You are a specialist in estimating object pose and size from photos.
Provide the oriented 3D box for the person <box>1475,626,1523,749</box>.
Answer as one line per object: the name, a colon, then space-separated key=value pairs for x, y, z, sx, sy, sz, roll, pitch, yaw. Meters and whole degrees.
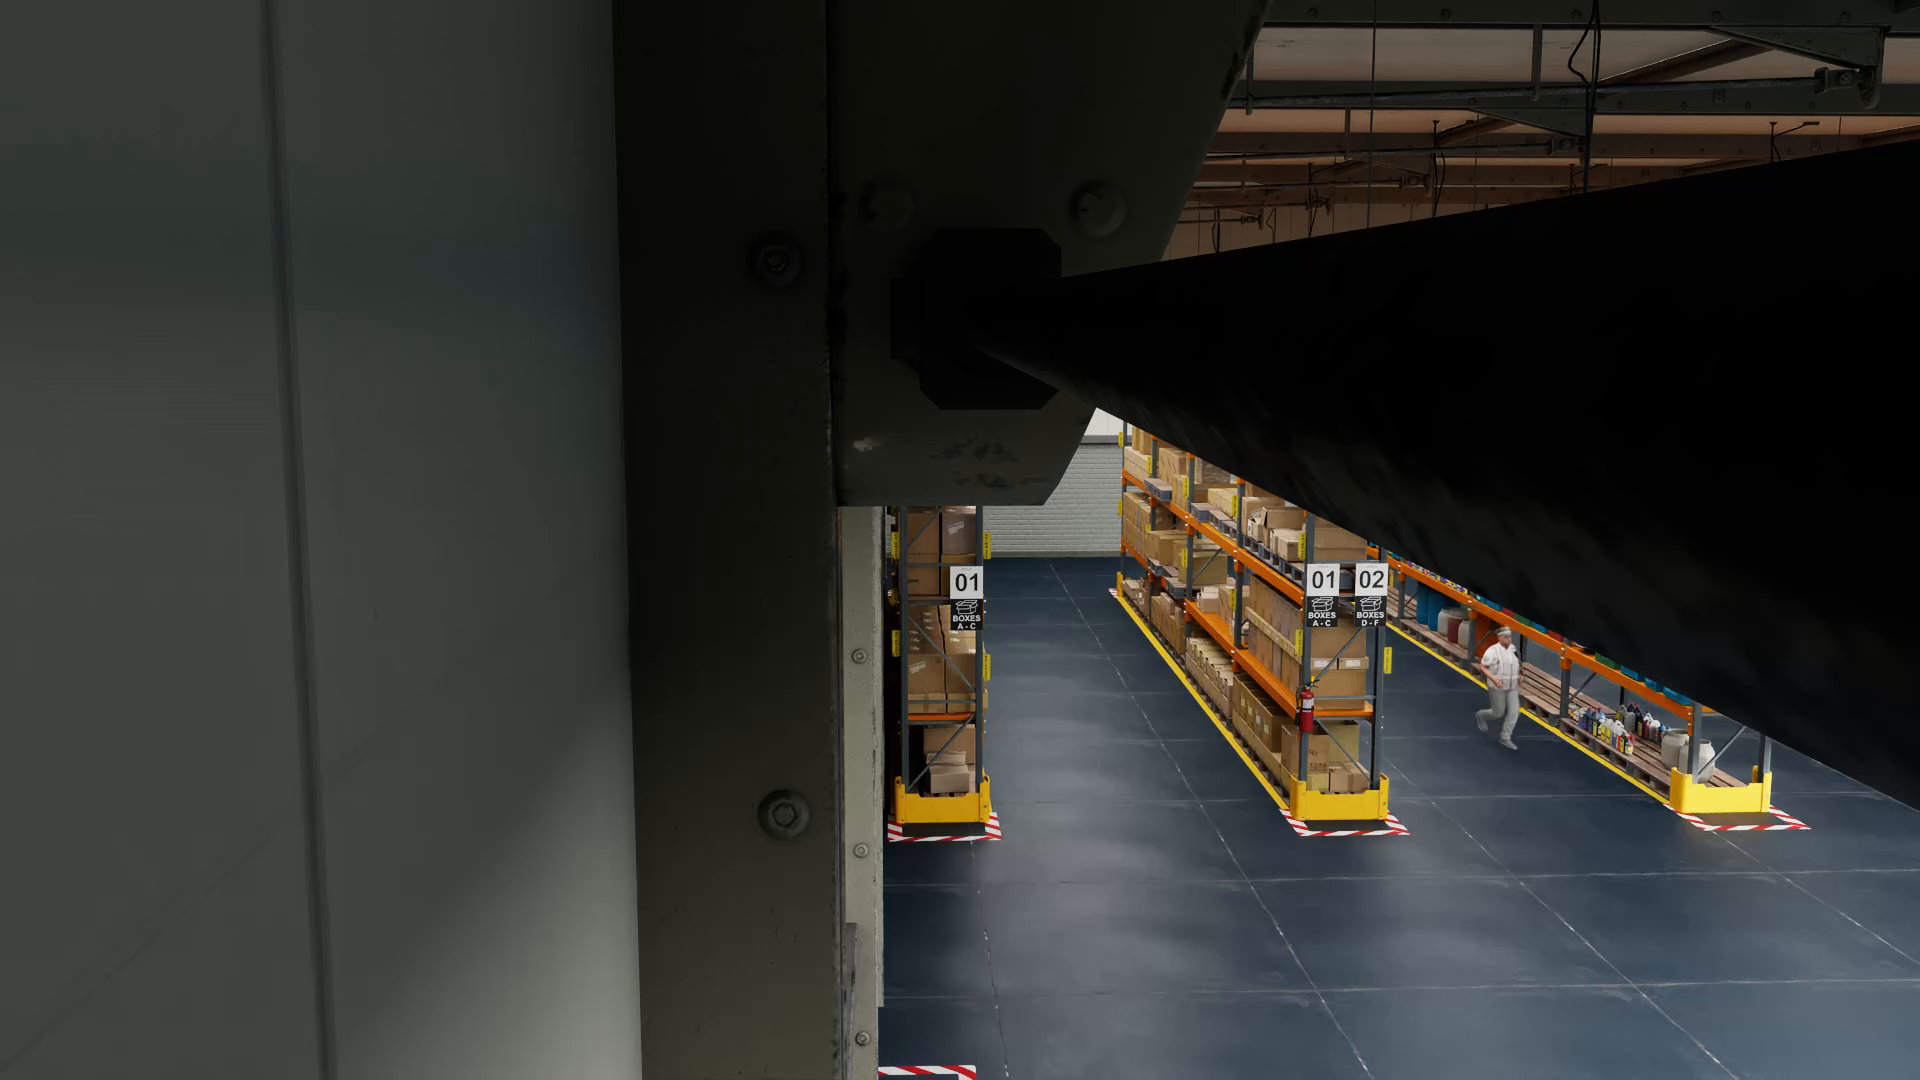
person: x=7.852 y=2.105 z=24.095 sx=0.662 sy=1.764 sz=0.716 roll=-3 pitch=8 yaw=-19
